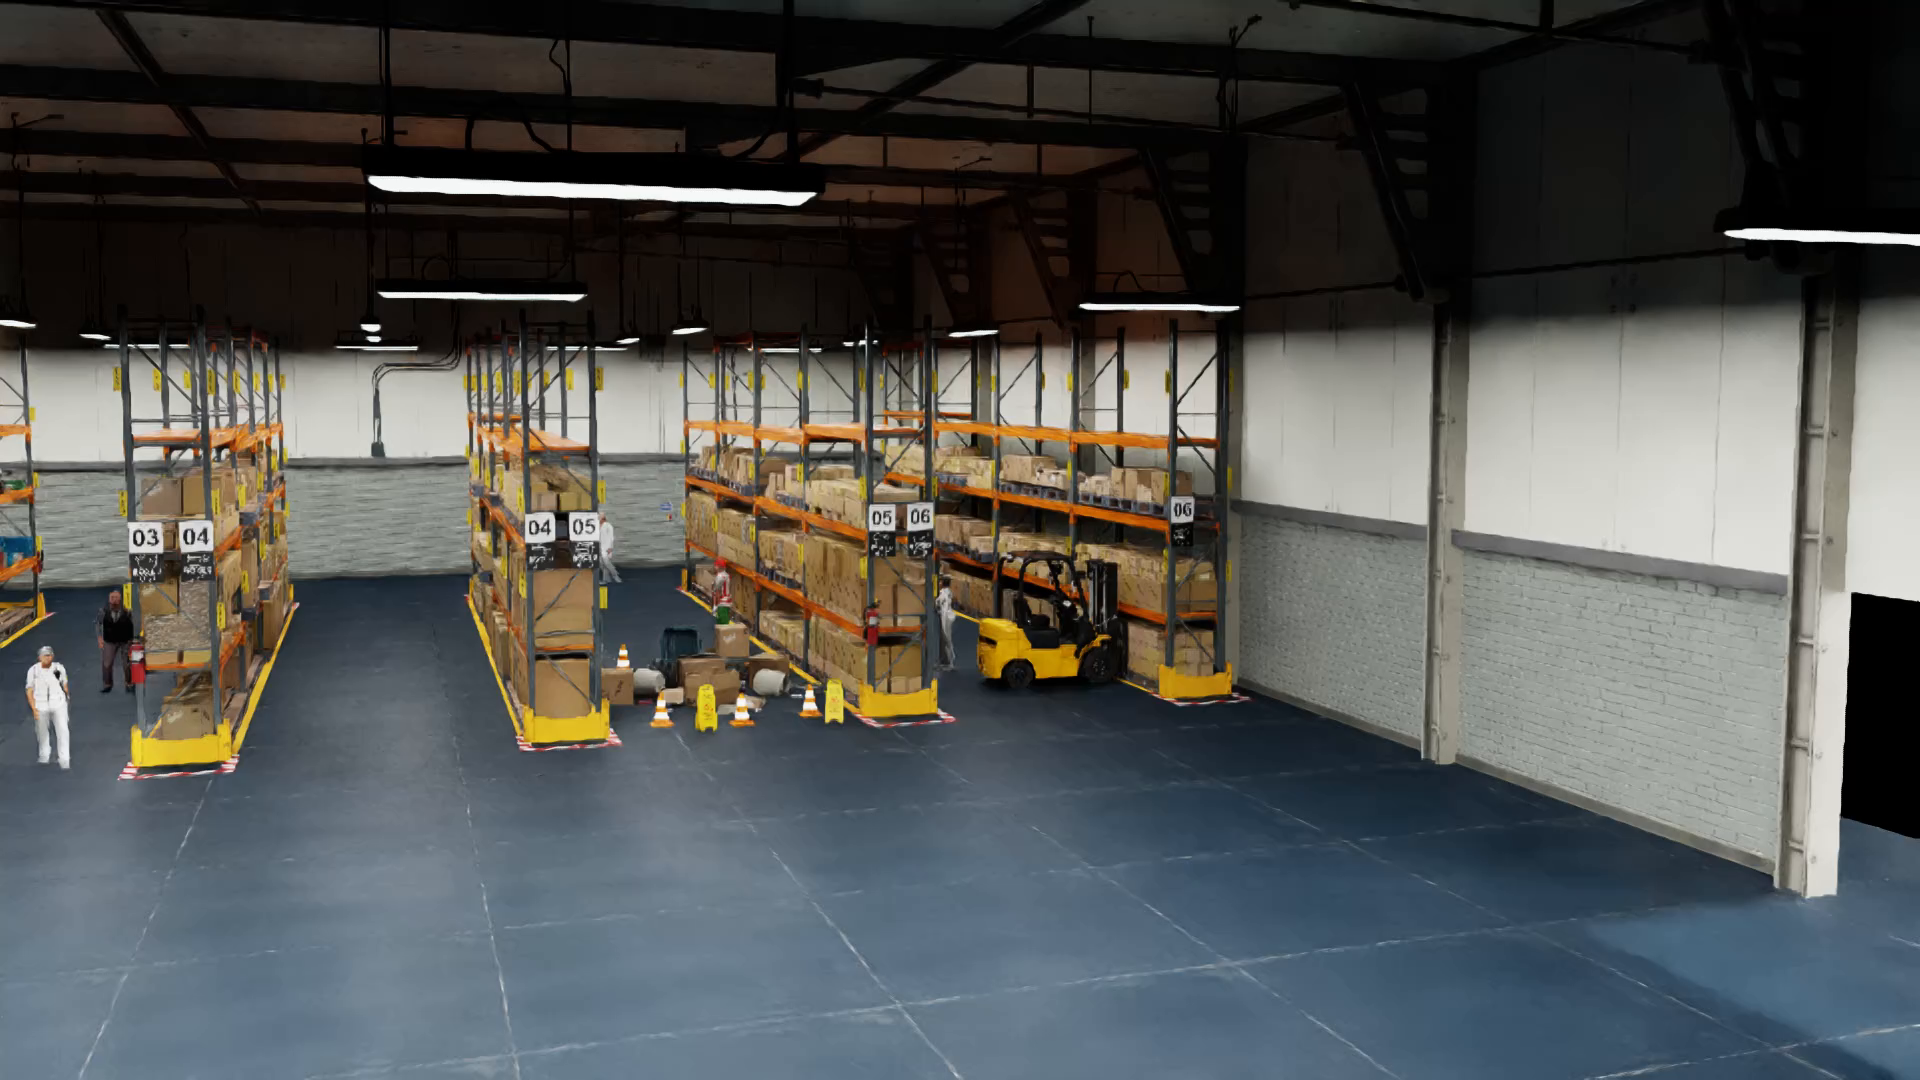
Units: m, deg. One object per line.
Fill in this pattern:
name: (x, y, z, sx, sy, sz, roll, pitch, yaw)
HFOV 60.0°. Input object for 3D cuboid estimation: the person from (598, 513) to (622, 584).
person: (-8.744, 0.207, 41.145, 0.758, 1.771, 0.529, 4, 7, 36)

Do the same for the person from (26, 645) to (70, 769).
person: (-11.816, 2.147, 21.562, 0.490, 1.589, 1.000, -3, 6, -27)

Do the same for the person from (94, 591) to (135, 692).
person: (-13.572, 1.637, 26.803, 0.677, 1.674, 0.534, -2, 6, -21)

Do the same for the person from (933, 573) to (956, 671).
person: (-0.293, 1.425, 28.909, 0.459, 1.664, 0.525, 1, 6, 11)

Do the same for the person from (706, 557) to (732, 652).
person: (-4.410, 1.207, 30.504, 0.588, 1.784, 0.666, 1, 5, 5)
